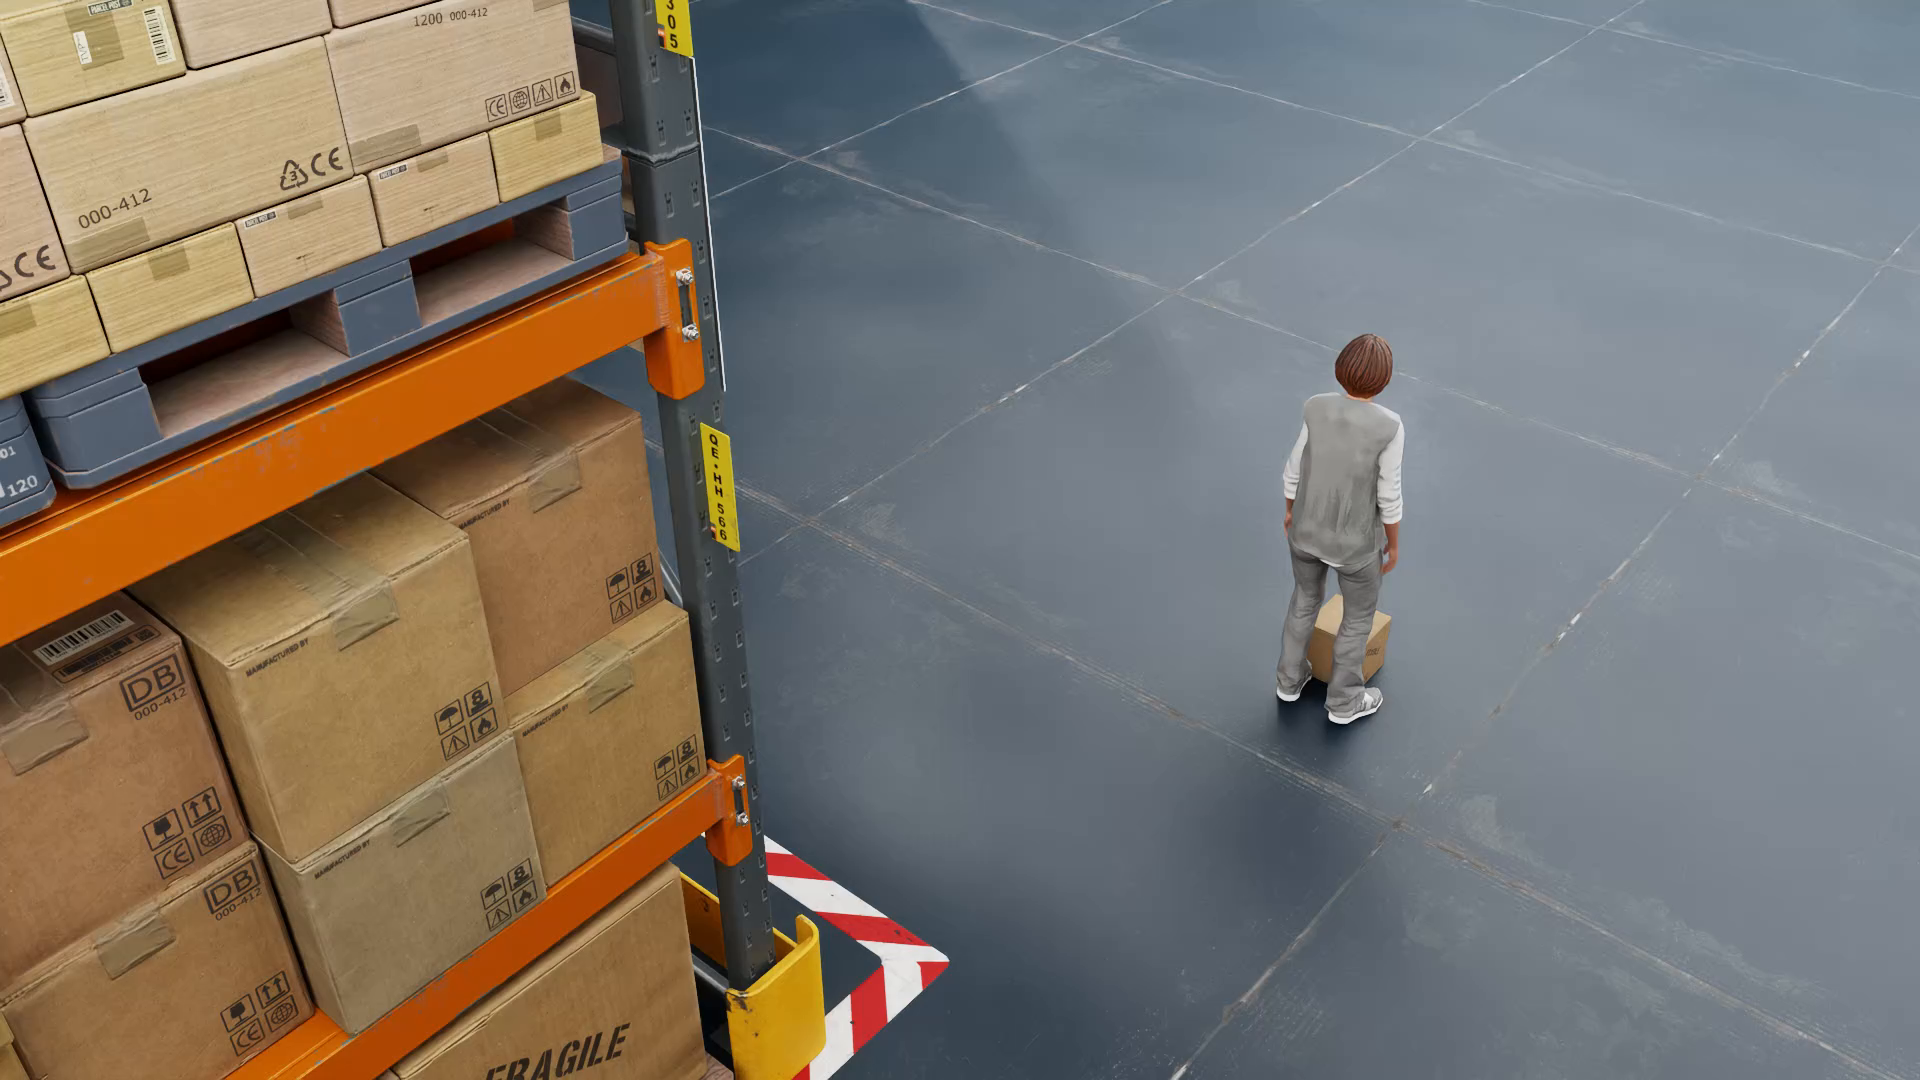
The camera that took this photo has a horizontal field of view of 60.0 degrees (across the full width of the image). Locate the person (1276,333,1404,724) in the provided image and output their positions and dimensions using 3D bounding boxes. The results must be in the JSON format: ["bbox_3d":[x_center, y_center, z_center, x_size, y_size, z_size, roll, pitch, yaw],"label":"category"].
[{"bbox_3d":[1.411,-0.009,6.184,0.478,1.574,0.345,23,42,29],"label":"person"}]
